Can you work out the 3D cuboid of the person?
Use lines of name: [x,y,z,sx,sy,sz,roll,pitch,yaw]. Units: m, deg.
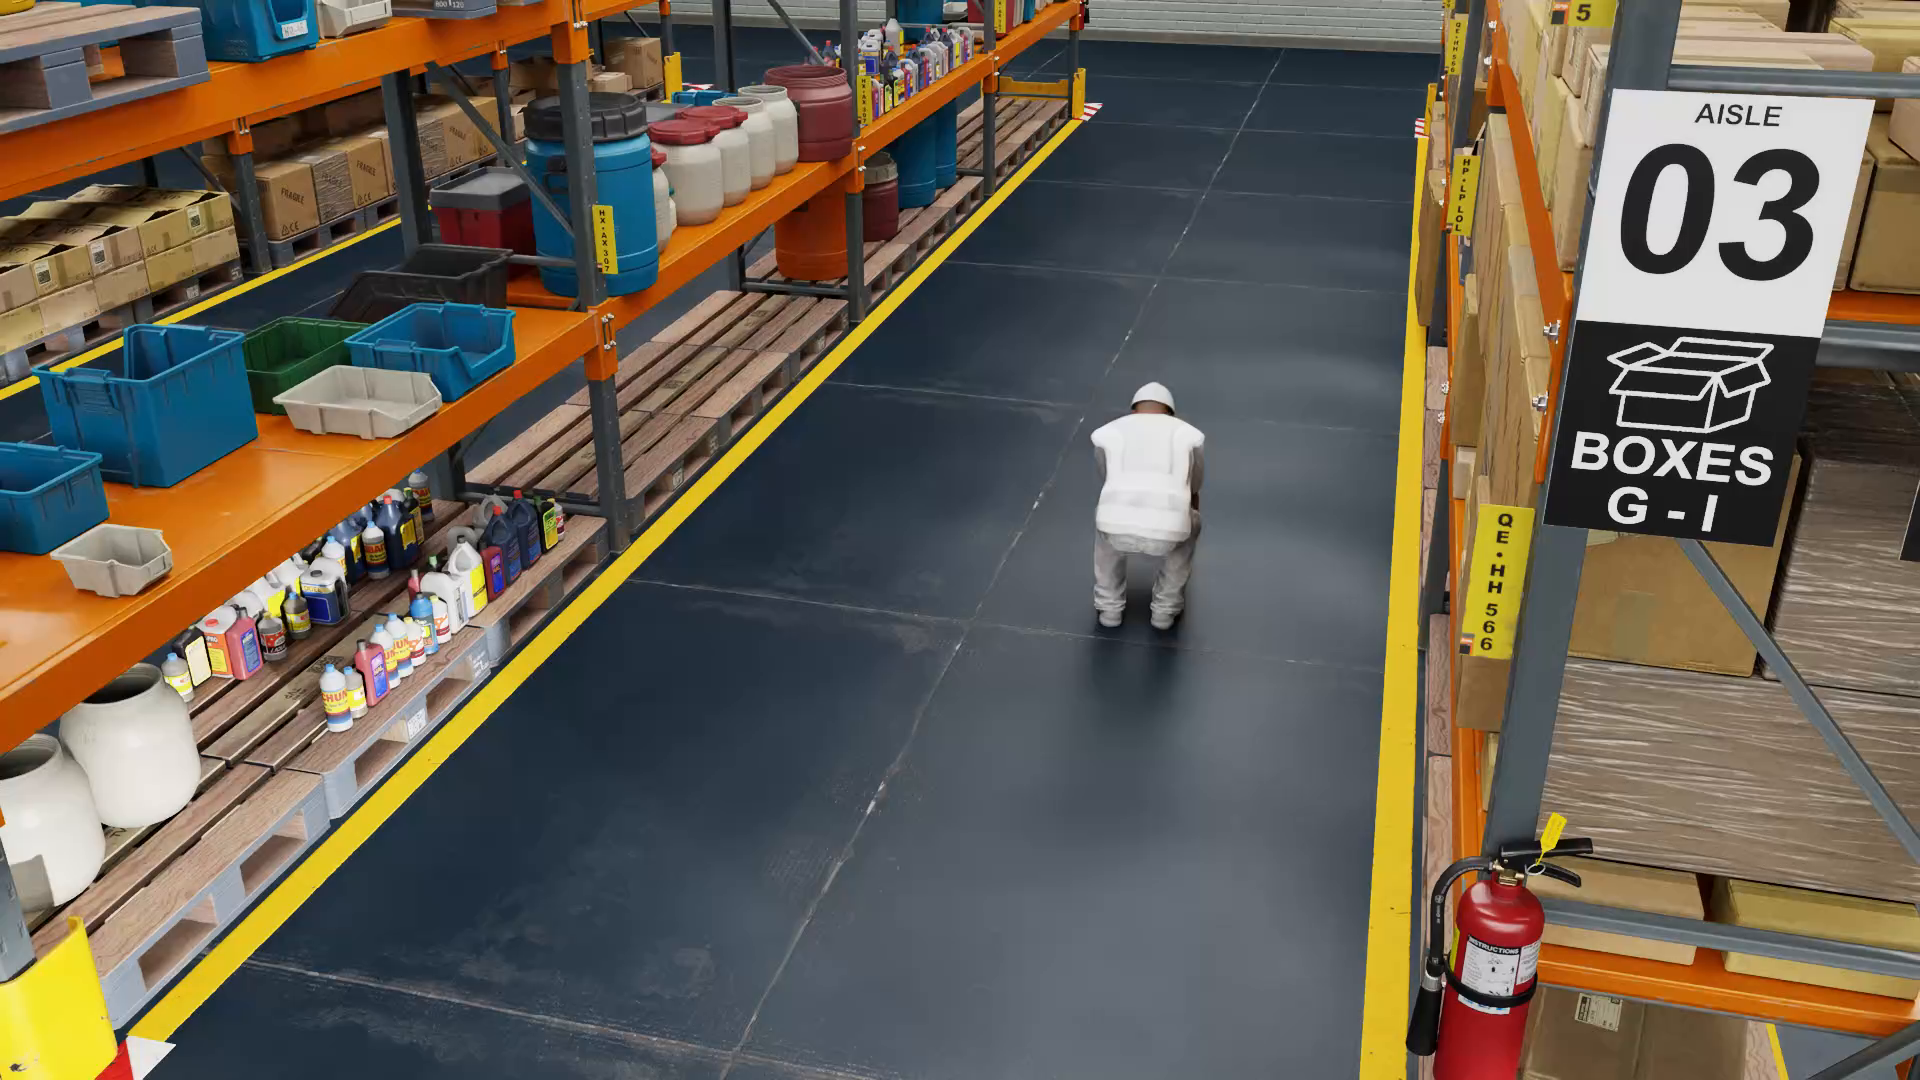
person: [0.862,-0.140,7.810,0.547,1.004,0.920,6,26,12]
